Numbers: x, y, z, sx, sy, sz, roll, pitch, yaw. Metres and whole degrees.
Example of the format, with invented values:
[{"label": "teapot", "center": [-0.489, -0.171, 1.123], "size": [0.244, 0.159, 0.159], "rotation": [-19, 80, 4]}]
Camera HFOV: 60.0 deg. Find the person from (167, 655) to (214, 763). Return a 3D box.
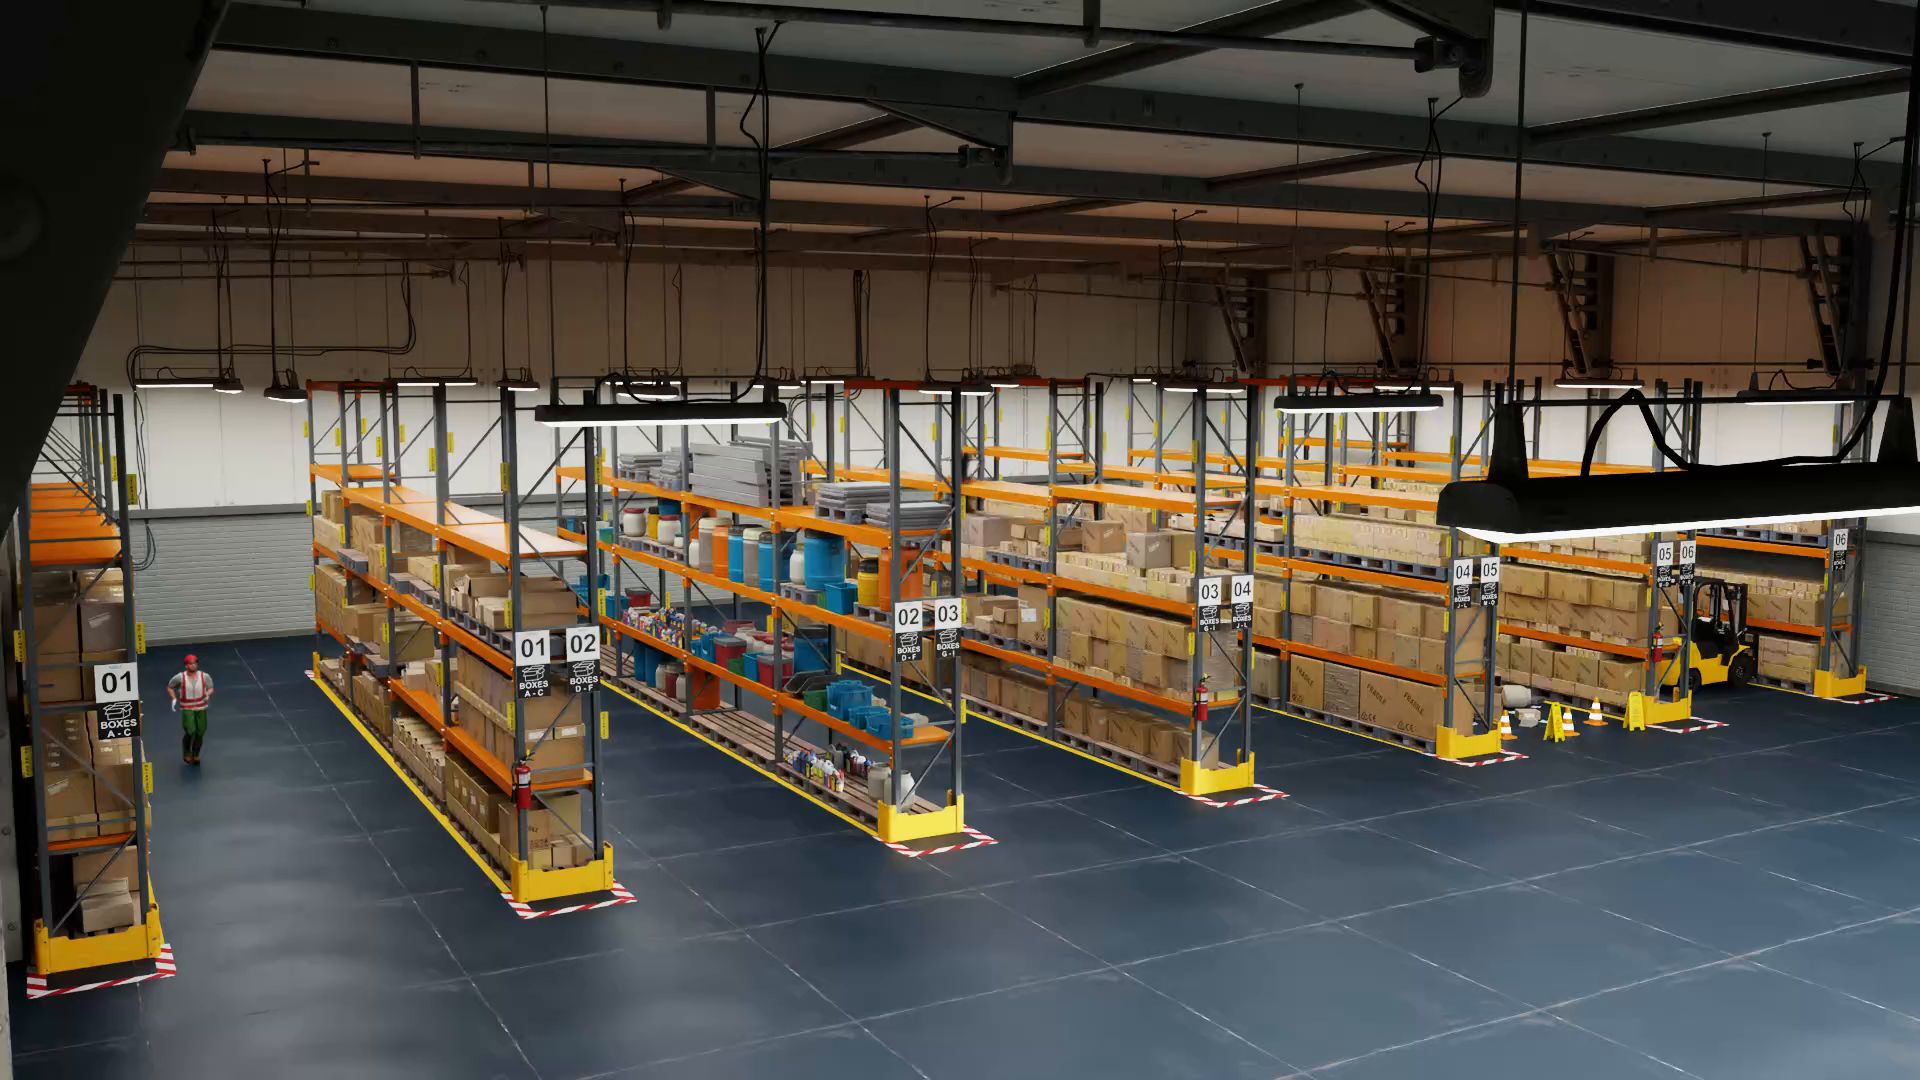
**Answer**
[{"label": "person", "center": [-12.055, 2.667, 26.144], "size": [0.652, 1.741, 0.629], "rotation": [-4, 7, -34]}]
